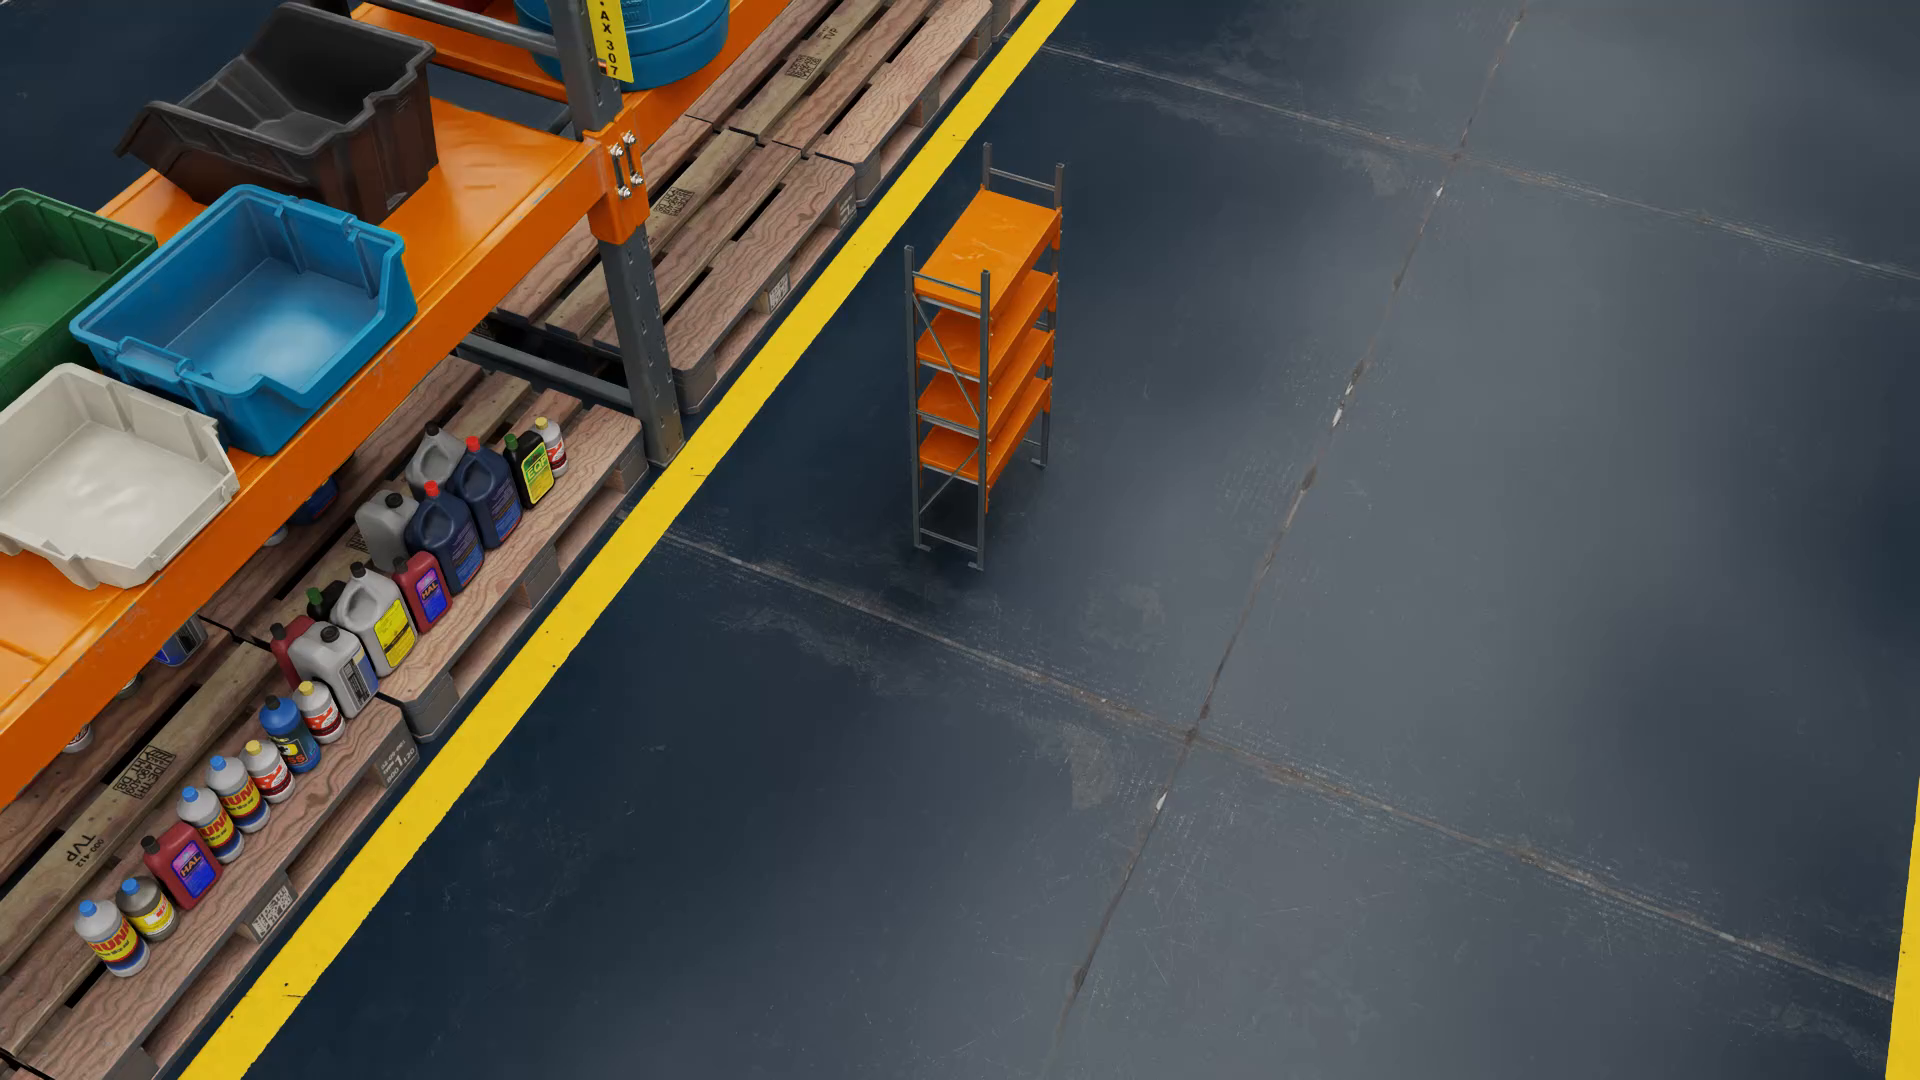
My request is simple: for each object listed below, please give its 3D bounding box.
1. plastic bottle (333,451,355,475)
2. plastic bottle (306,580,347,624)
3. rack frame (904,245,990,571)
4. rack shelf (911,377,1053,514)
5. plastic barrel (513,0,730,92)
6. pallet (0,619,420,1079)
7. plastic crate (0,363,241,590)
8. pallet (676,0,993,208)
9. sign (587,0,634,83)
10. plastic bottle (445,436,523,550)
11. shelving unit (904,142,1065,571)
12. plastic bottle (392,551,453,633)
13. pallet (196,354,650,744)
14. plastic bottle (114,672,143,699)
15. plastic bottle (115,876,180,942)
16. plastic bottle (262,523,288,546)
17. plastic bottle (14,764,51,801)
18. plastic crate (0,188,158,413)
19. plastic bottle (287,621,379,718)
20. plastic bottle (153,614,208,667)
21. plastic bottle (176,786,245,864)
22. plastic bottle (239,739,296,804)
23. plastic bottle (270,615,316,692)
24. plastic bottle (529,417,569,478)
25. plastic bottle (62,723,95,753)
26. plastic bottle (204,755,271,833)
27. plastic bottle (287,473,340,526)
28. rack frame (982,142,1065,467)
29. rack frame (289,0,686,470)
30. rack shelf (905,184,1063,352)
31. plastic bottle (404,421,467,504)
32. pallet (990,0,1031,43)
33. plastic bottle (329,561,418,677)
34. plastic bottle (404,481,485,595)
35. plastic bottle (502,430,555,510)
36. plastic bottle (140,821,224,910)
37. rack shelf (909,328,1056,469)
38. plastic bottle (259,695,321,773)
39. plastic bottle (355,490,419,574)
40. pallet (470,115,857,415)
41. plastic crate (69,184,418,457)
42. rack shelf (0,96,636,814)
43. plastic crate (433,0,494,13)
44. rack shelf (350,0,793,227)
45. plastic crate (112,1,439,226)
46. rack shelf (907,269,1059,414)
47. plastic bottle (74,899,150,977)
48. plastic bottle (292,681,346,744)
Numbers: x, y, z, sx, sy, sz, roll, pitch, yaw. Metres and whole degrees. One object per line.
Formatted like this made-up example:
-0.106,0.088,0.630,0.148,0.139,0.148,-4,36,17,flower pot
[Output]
-1.936,-0.327,5.054,0.061,0.283,0.133,20,52,16,plastic bottle
-1.725,0.206,4.600,0.061,0.283,0.133,20,52,16,plastic bottle
-0.034,-0.335,4.747,0.240,1.200,0.015,20,52,16,rack frame
0.071,-0.331,5.092,0.258,0.148,0.480,20,52,16,rack shelf
-0.948,-1.737,4.430,0.600,0.901,0.708,20,52,16,plastic barrel
-2.232,0.788,4.441,1.003,0.211,1.213,20,52,16,pallet
-1.852,-0.122,3.557,0.530,0.136,0.437,20,52,16,plastic crate
-0.567,-1.900,6.728,1.003,0.211,1.213,20,52,16,pallet
-0.894,-1.311,4.214,0.100,0.325,0.005,20,52,16,sign
-1.402,-0.154,4.862,0.144,0.351,0.185,19,52,15,plastic bottle
0.071,-0.503,4.890,0.258,1.200,0.503,20,52,16,shelving unit
-1.515,0.125,4.669,0.061,0.283,0.133,23,53,18,plastic bottle
-1.712,-0.055,5.158,1.003,0.211,1.213,20,52,16,pallet
-2.321,0.337,4.542,0.097,0.201,0.097,0,50,0,plastic bottle
-1.995,0.893,4.069,0.097,0.201,0.097,0,50,0,plastic bottle
-2.060,-0.106,4.873,0.097,0.271,0.097,0,50,0,plastic bottle
-2.479,0.547,4.310,0.061,0.283,0.133,20,52,16,plastic bottle
-2.222,-0.496,3.842,0.450,0.188,0.662,20,52,16,plastic crate
-1.695,0.335,4.495,0.152,0.276,0.135,21,53,17,plastic bottle
-2.225,0.207,4.604,0.152,0.276,0.135,20,52,16,plastic bottle
-1.893,0.705,4.183,0.097,0.271,0.097,0,50,0,plastic bottle
-1.808,0.591,4.326,0.097,0.201,0.097,0,50,0,plastic bottle
-1.791,0.298,4.521,0.061,0.283,0.133,20,52,16,plastic bottle
-1.260,-0.292,5.077,0.097,0.201,0.097,0,50,0,plastic bottle
-2.395,0.471,4.428,0.097,0.201,0.097,0,50,0,plastic bottle
-1.850,0.636,4.241,0.097,0.271,0.097,0,50,0,plastic bottle
-1.977,-0.224,4.921,0.144,0.351,0.185,20,52,16,plastic bottle
0.175,-0.671,5.033,0.240,1.200,0.015,20,52,16,rack frame
-1.387,-1.408,4.478,1.000,3.000,0.127,20,52,16,rack frame
0.071,-0.757,4.591,0.258,0.148,0.480,20,52,16,rack shelf
-1.532,-0.201,4.902,0.144,0.351,0.185,20,52,16,plastic bottle
-0.044,-2.737,7.441,1.003,0.211,1.213,20,52,16,pallet
-1.622,0.200,4.561,0.144,0.351,0.185,19,52,16,plastic bottle
-1.484,-0.022,4.750,0.144,0.351,0.185,17,52,14,plastic bottle
-1.294,-0.231,4.972,0.061,0.283,0.133,22,53,18,plastic bottle
-1.926,0.788,4.105,0.061,0.283,0.133,21,53,17,plastic bottle
0.071,-0.459,4.941,0.258,0.148,0.480,20,52,16,rack shelf
-1.764,0.497,4.360,0.097,0.271,0.097,0,50,0,plastic bottle
-1.628,-0.029,4.805,0.152,0.276,0.135,20,52,16,plastic bottle
-1.087,-1.057,6.011,1.003,0.211,1.213,20,52,16,pallet
-1.614,-0.509,3.811,0.499,0.251,0.616,20,52,16,plastic crate
-2.241,0.203,3.580,1.077,0.370,4.000,20,52,16,rack shelf
-1.457,-1.861,4.822,0.402,0.464,0.583,20,52,16,plastic crate
-0.533,-2.552,5.924,1.077,0.370,4.000,20,52,16,rack shelf
-1.726,-1.068,4.230,0.767,0.338,0.504,20,52,16,plastic crate
0.071,-0.604,4.771,0.258,0.148,0.480,20,52,16,rack shelf
-2.040,0.941,3.982,0.097,0.271,0.097,0,50,0,plastic bottle
-1.720,0.449,4.447,0.097,0.201,0.097,0,50,0,plastic bottle
